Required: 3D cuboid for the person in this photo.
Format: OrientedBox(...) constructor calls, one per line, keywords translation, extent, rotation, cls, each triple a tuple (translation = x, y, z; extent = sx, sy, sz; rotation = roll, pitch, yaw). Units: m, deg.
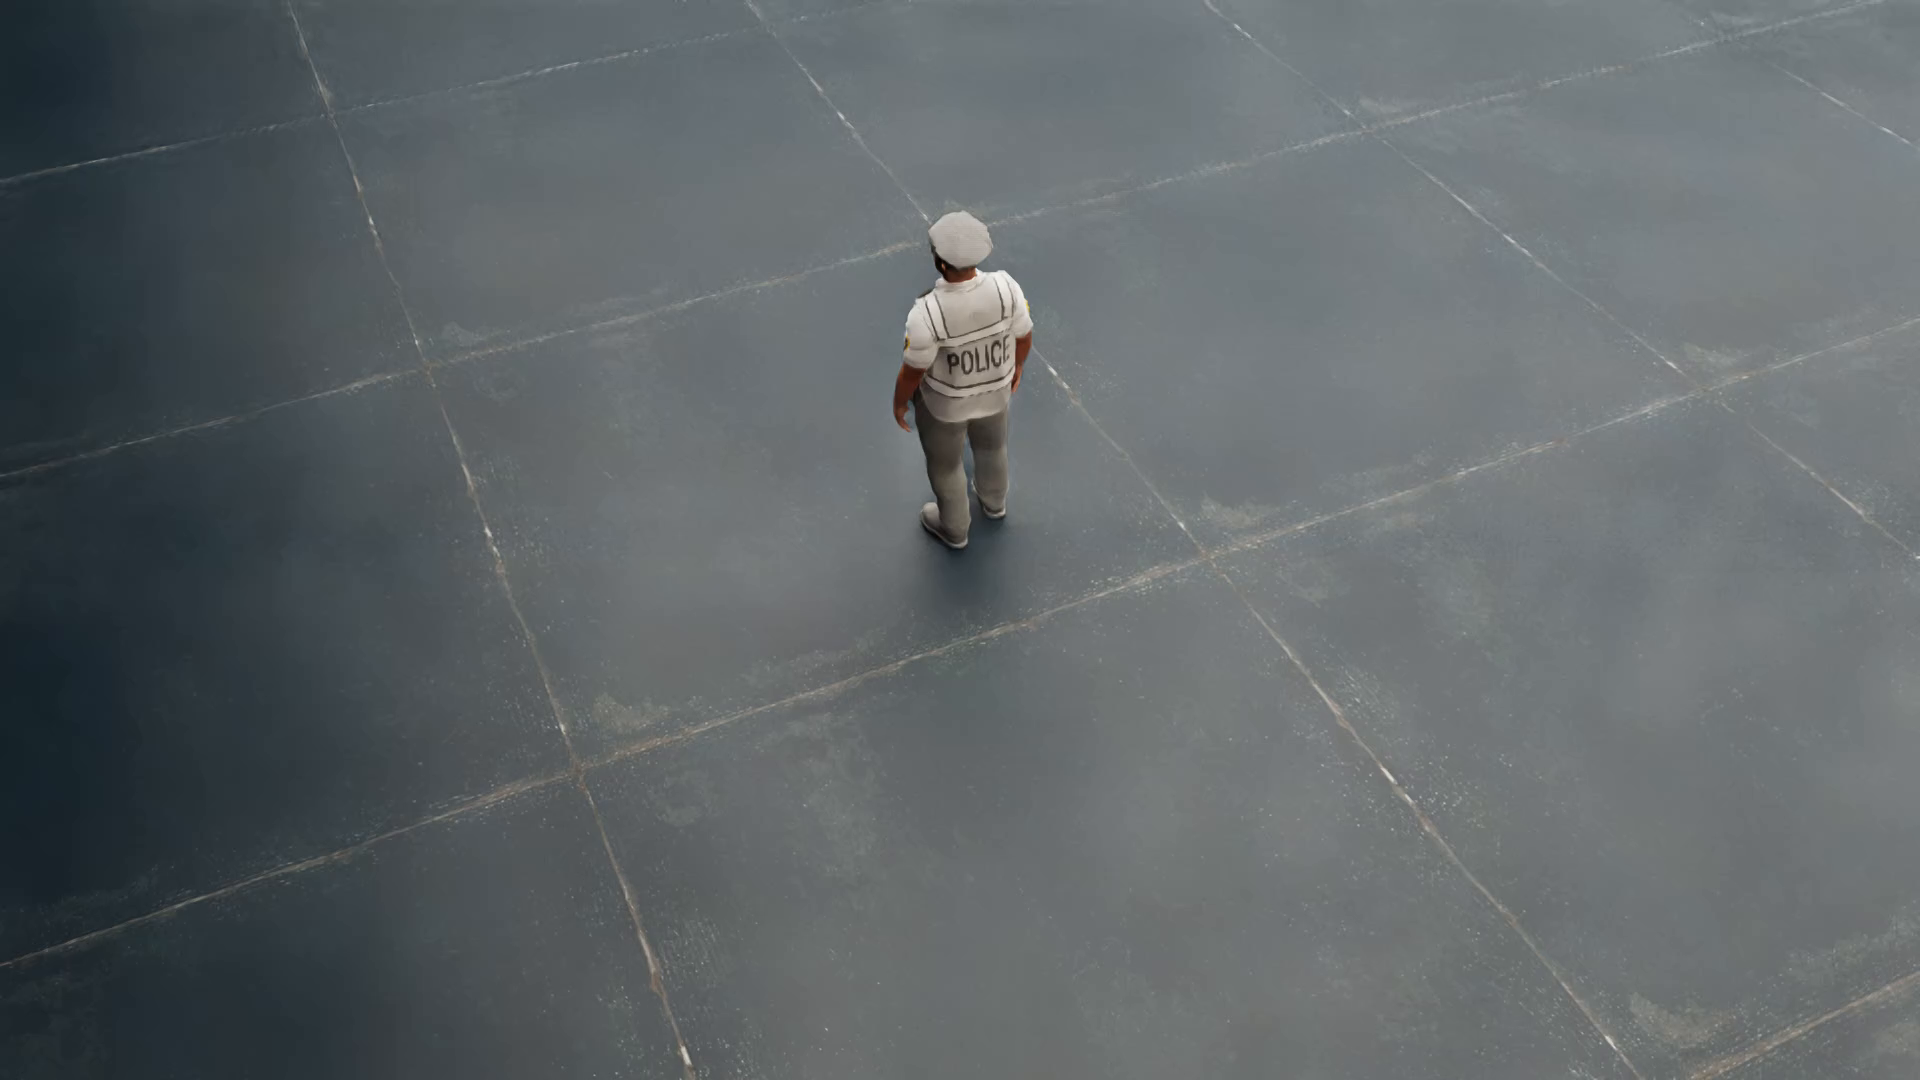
OrientedBox(translation=(-0.022, -0.706, 7.273), extent=(0.640, 1.773, 0.574), rotation=(-18, 46, -18), cls="person")
